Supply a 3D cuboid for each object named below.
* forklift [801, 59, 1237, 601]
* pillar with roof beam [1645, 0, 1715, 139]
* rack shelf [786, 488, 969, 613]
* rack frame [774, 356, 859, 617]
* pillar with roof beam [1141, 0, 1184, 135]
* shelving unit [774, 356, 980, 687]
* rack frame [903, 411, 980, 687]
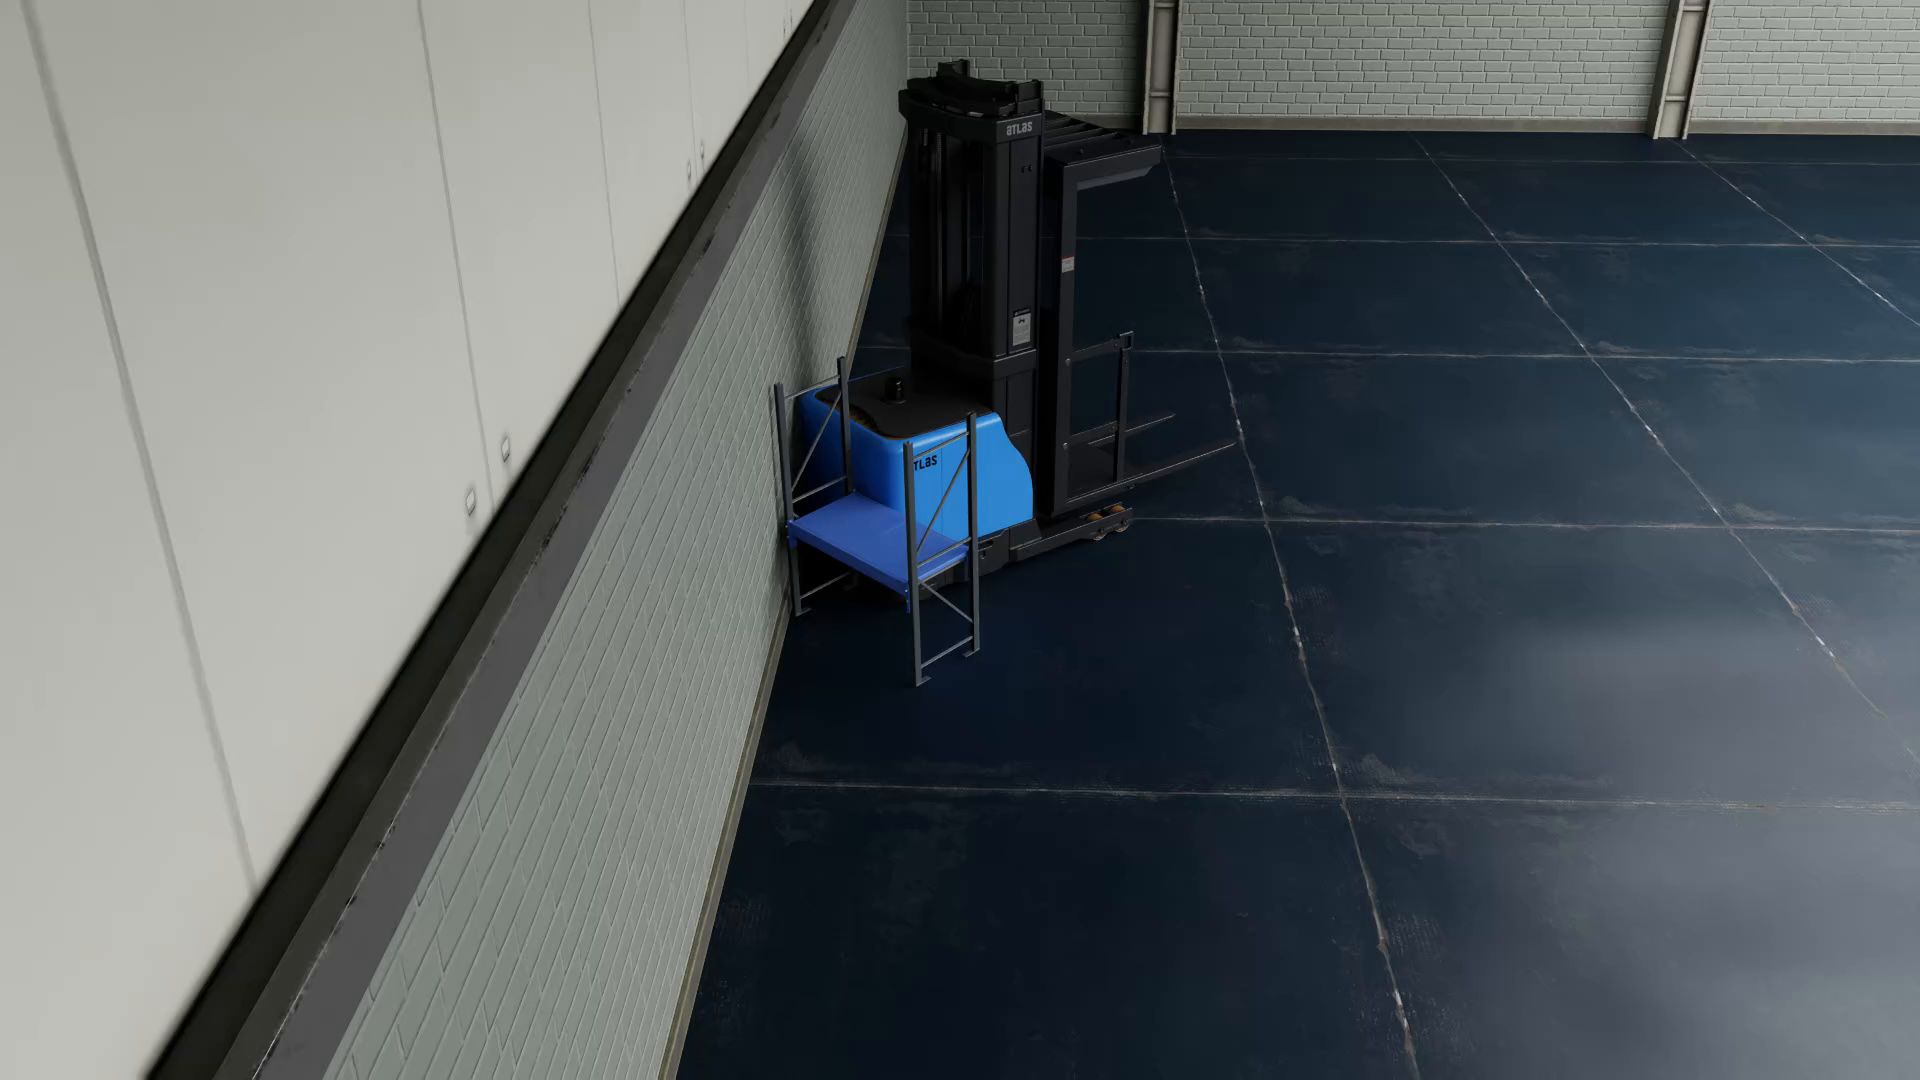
[{"bbox_3d":[0.502,-1.472,10.323,3.031,2.935,1.130,-19,34,-32],"label":"forklift"},{"bbox_3d":[8.215,-6.758,13.815,0.400,9.000,9.100,1,28,2],"label":"pillar with roof beam"},{"bbox_3d":[-0.447,0.043,9.319,1.000,0.185,0.538,26,41,38],"label":"rack shelf"},{"bbox_3d":[-0.811,-0.290,9.537,0.032,1.500,0.500,26,41,38],"label":"rack frame"},{"bbox_3d":[2.218,-6.857,14.002,0.400,9.000,9.100,1,28,2],"label":"pillar with roof beam"},{"bbox_3d":[-0.450,-0.111,9.226,1.048,1.500,0.538,26,41,38],"label":"shelving unit"},{"bbox_3d":[-0.089,0.068,8.916,0.032,1.500,0.500,26,41,38],"label":"rack frame"}]
